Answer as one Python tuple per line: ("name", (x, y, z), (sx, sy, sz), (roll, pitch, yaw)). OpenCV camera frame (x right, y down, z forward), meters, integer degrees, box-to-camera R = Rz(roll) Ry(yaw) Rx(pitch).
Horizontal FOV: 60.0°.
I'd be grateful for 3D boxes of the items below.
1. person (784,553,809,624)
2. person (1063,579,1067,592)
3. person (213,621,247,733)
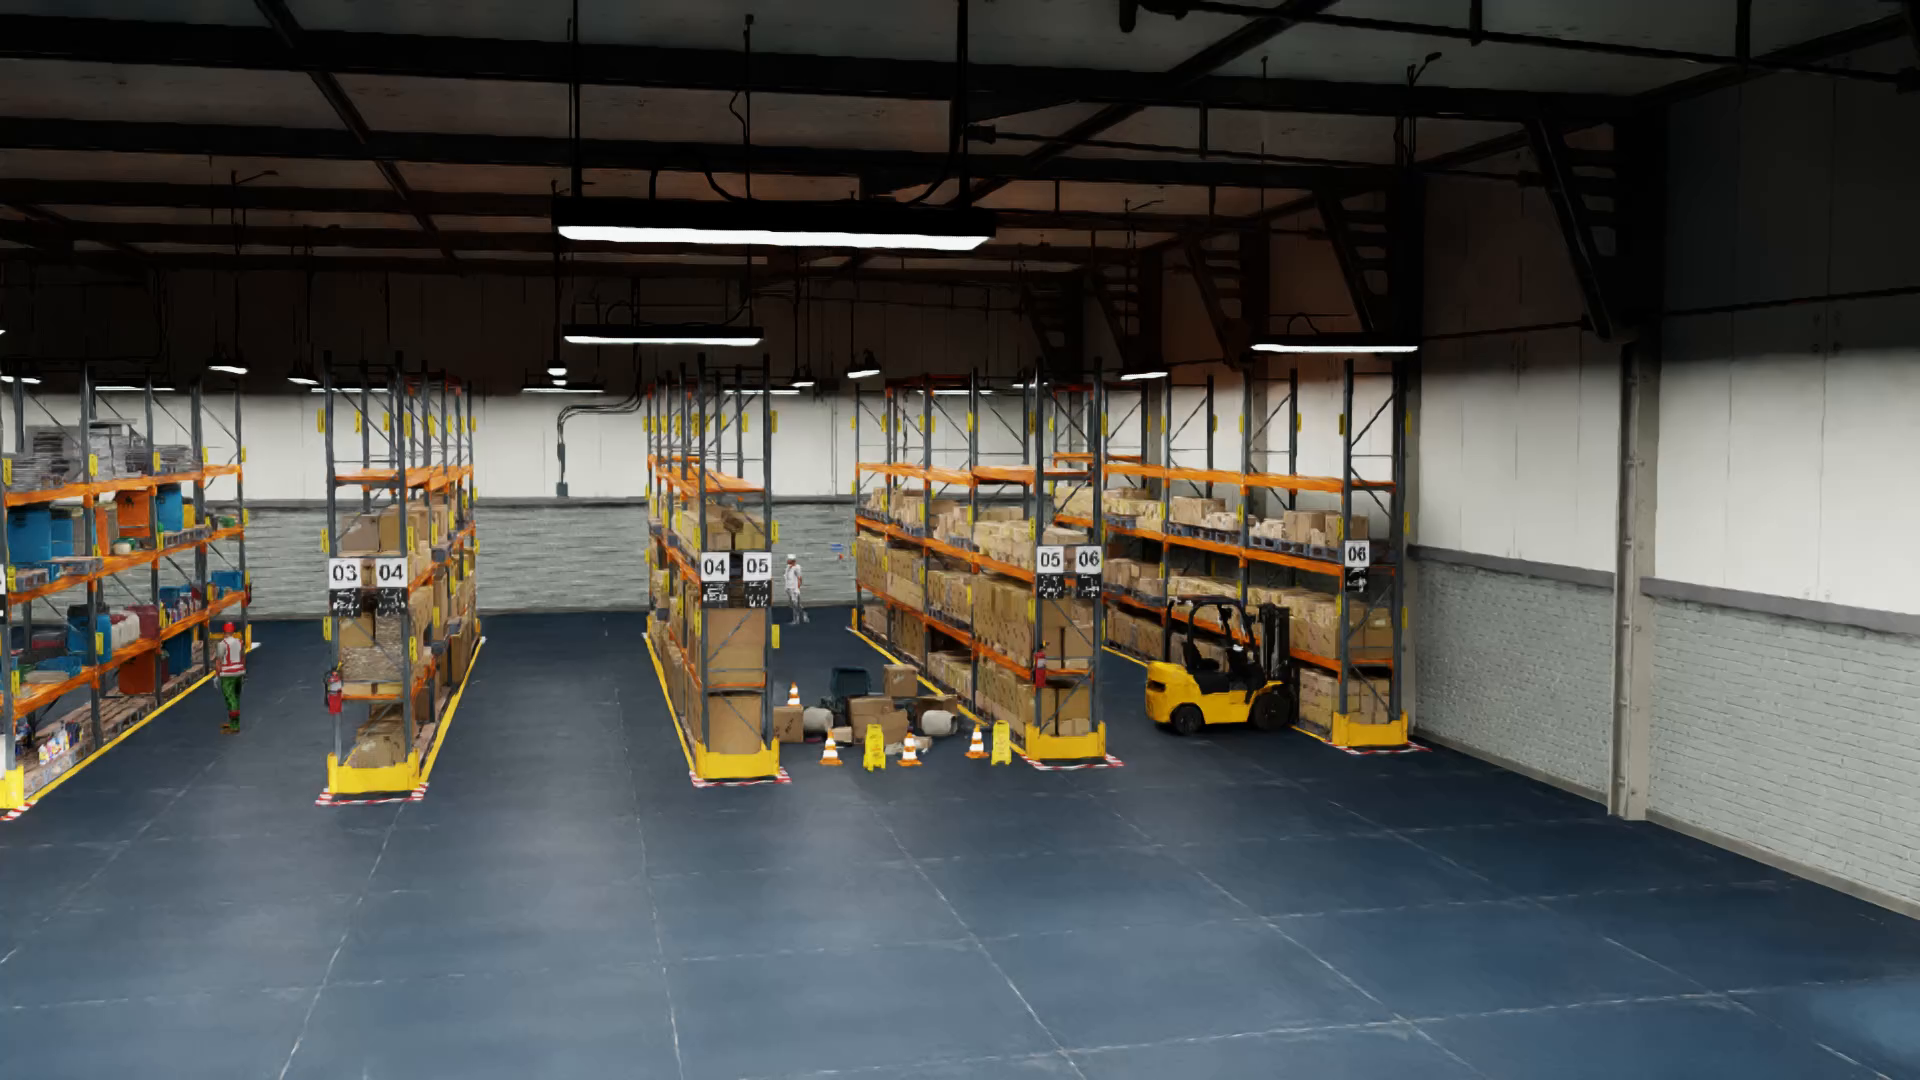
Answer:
("person", (-4.080, 1.219, 41.465), (0.473, 1.777, 0.709), (-4, 5, -42))
("person", (2.145, 1.642, 36.088), (0.580, 1.666, 0.574), (1, 4, 8))
("person", (-11.901, 2.212, 27.085), (0.569, 1.786, 0.653), (1, 4, 17))
